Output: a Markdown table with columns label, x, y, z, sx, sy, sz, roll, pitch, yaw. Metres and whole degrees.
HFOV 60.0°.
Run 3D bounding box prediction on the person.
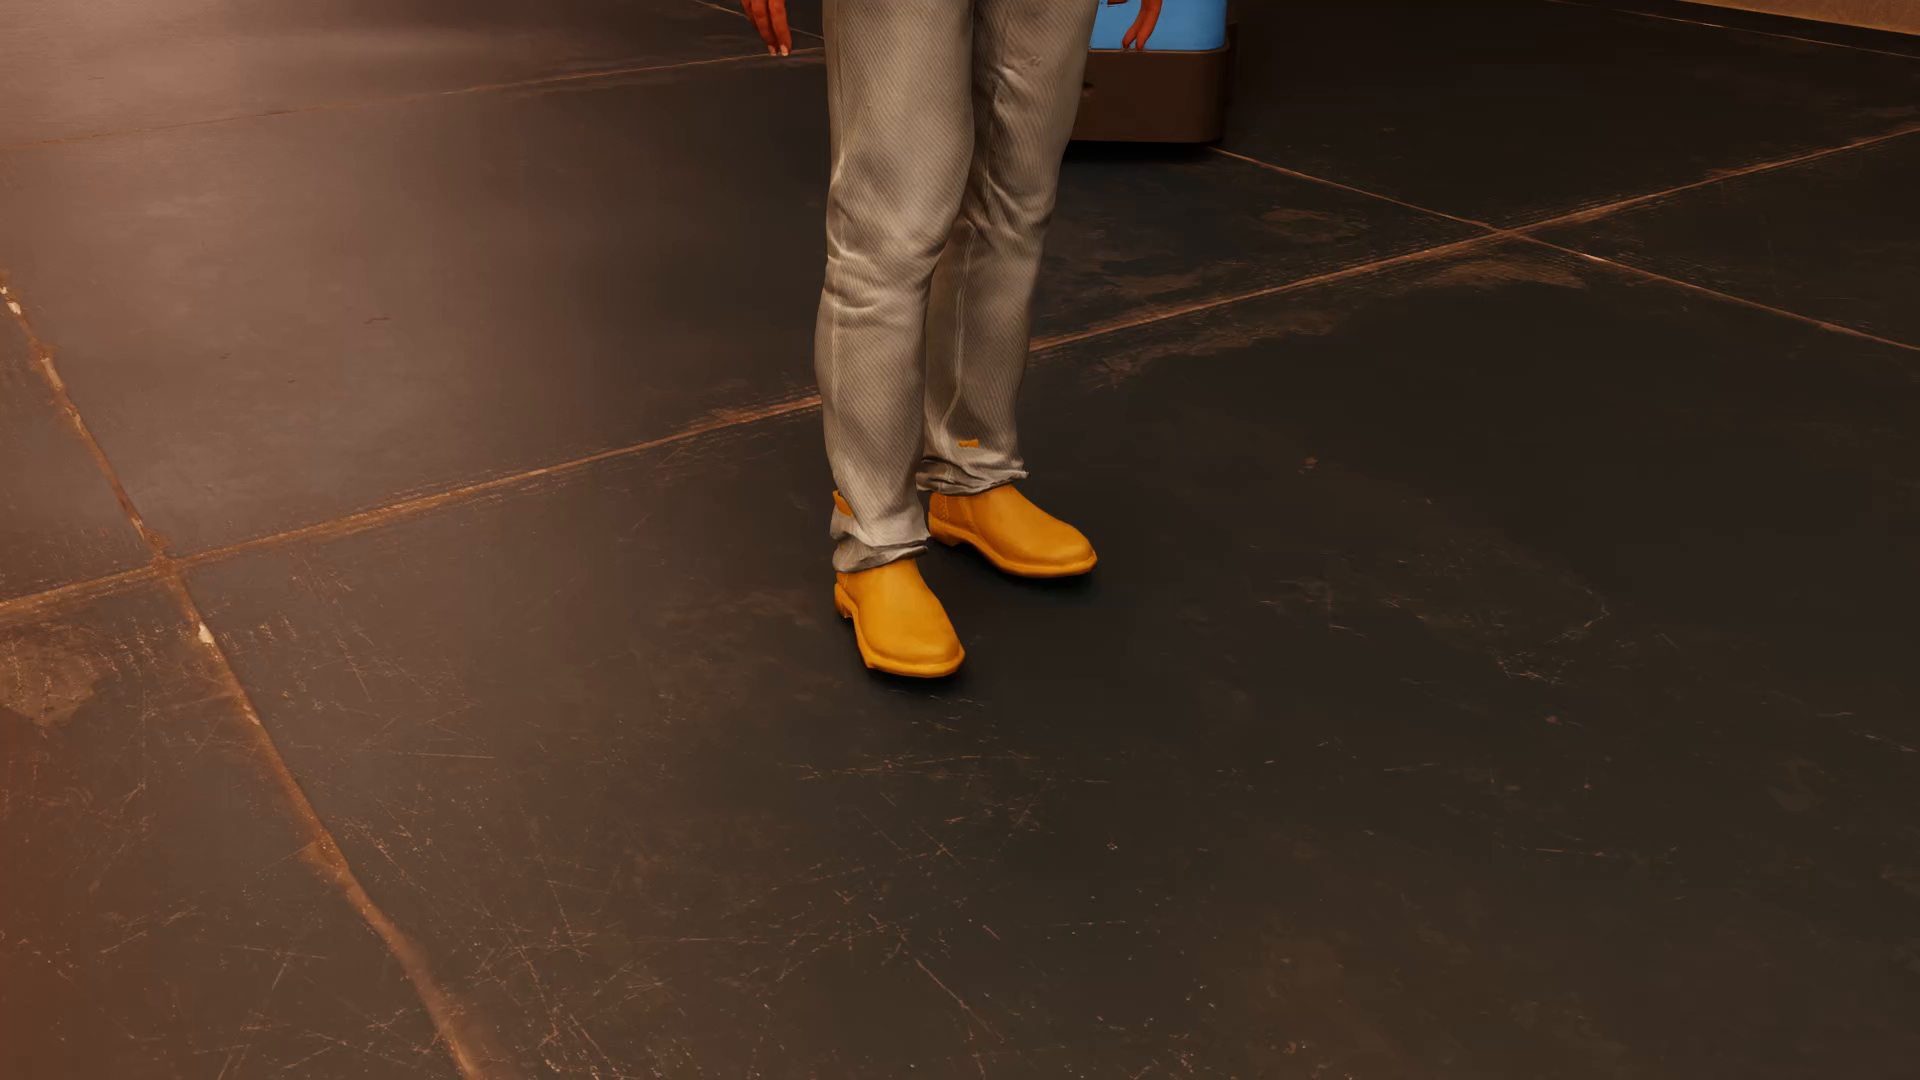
| label | x | y | z | sx | sy | sz | roll | pitch | yaw |
| --- | --- | --- | --- | --- | --- | --- | --- | --- | --- |
| person | 0.035 | -0.766 | 2.048 | 0.666 | 1.759 | 0.577 | -17 | 31 | -31 |

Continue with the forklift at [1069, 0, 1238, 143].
| label | x | y | z | sx | sy | sz | roll | pitch | yaw |
| --- | --- | --- | --- | --- | --- | --- | --- | --- | --- |
| forklift | 0.344 | -3.003 | 5.218 | 1.130 | 2.935 | 3.031 | 3 | 27 | 5 |
